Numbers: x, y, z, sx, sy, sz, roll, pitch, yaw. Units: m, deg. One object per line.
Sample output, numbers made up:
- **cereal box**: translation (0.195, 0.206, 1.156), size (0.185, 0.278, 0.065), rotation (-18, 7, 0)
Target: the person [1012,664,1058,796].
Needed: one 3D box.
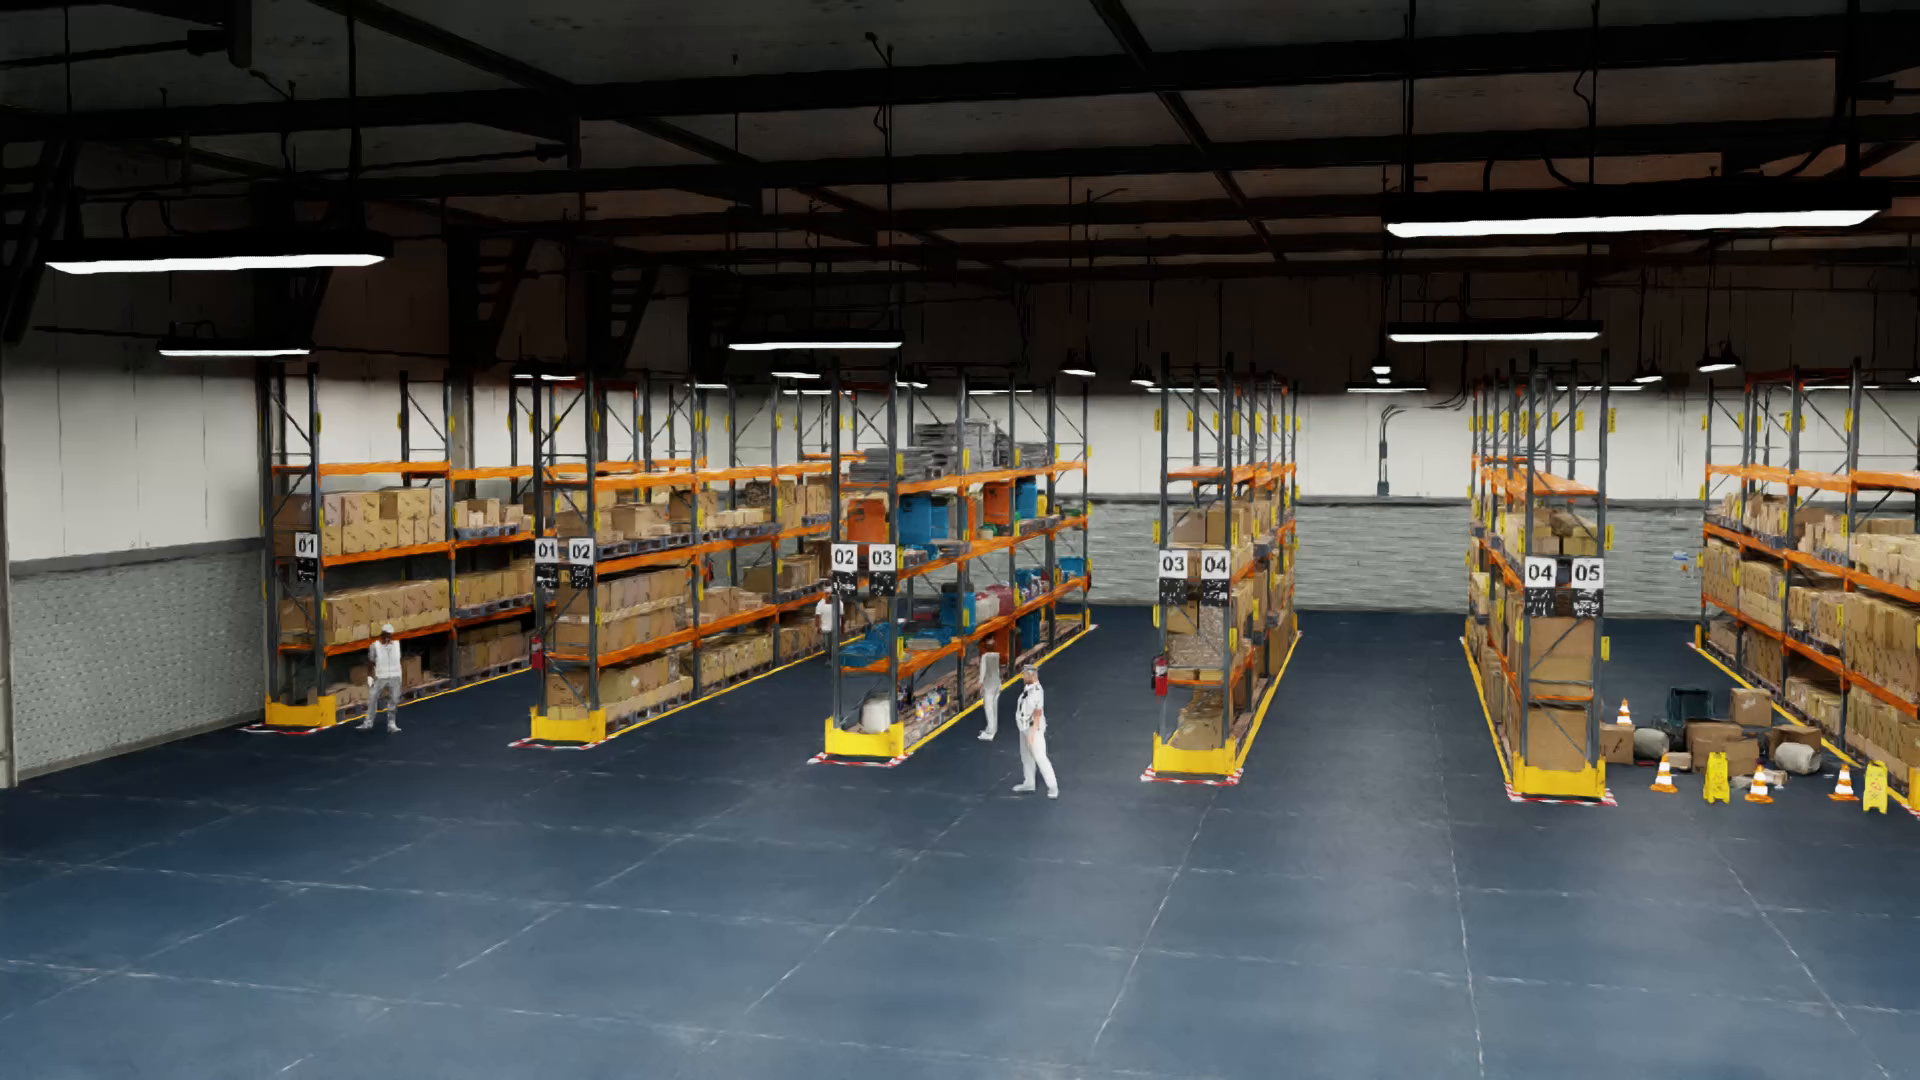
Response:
- **person**: translation (1.032, 2.555, 22.451), size (0.534, 1.745, 0.746), rotation (-1, 4, -15)

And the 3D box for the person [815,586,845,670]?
- **person**: translation (-2.642, 1.769, 33.715), size (0.571, 1.708, 1.035), rotation (0, 4, 6)

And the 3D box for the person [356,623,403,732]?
- **person**: translation (-9.399, 2.226, 26.921), size (0.740, 1.775, 0.504), rotation (-2, 5, -29)

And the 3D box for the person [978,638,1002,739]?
- **person**: translation (0.450, 2.340, 26.335), size (0.467, 1.599, 0.453), rotation (-4, 6, -44)
